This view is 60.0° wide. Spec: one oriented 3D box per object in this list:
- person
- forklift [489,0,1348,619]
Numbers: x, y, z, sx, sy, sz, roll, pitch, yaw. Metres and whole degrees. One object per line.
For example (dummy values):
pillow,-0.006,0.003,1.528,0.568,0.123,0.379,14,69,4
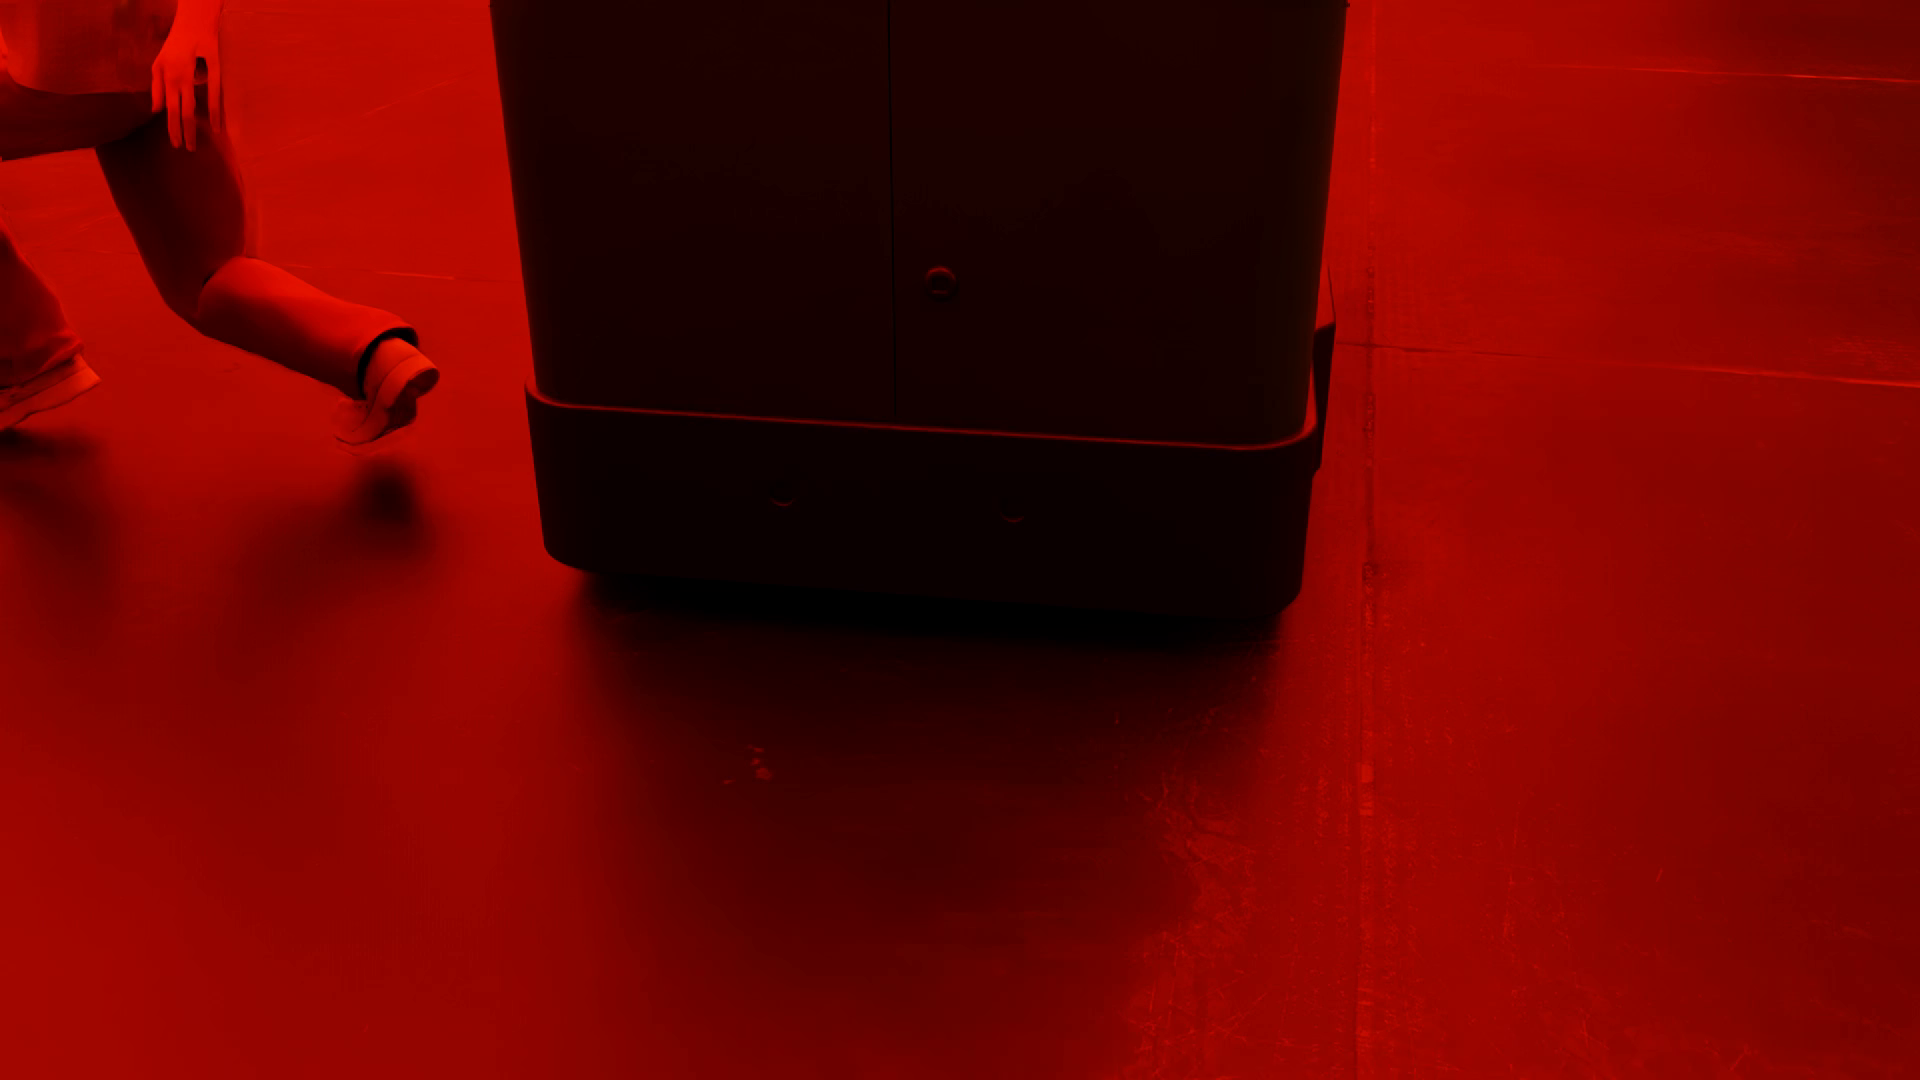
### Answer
person,-1.292,-0.705,2.378,0.959,1.415,0.723,0,27,1
forklift,0.156,-1.845,2.904,1.130,2.935,3.031,4,27,8
